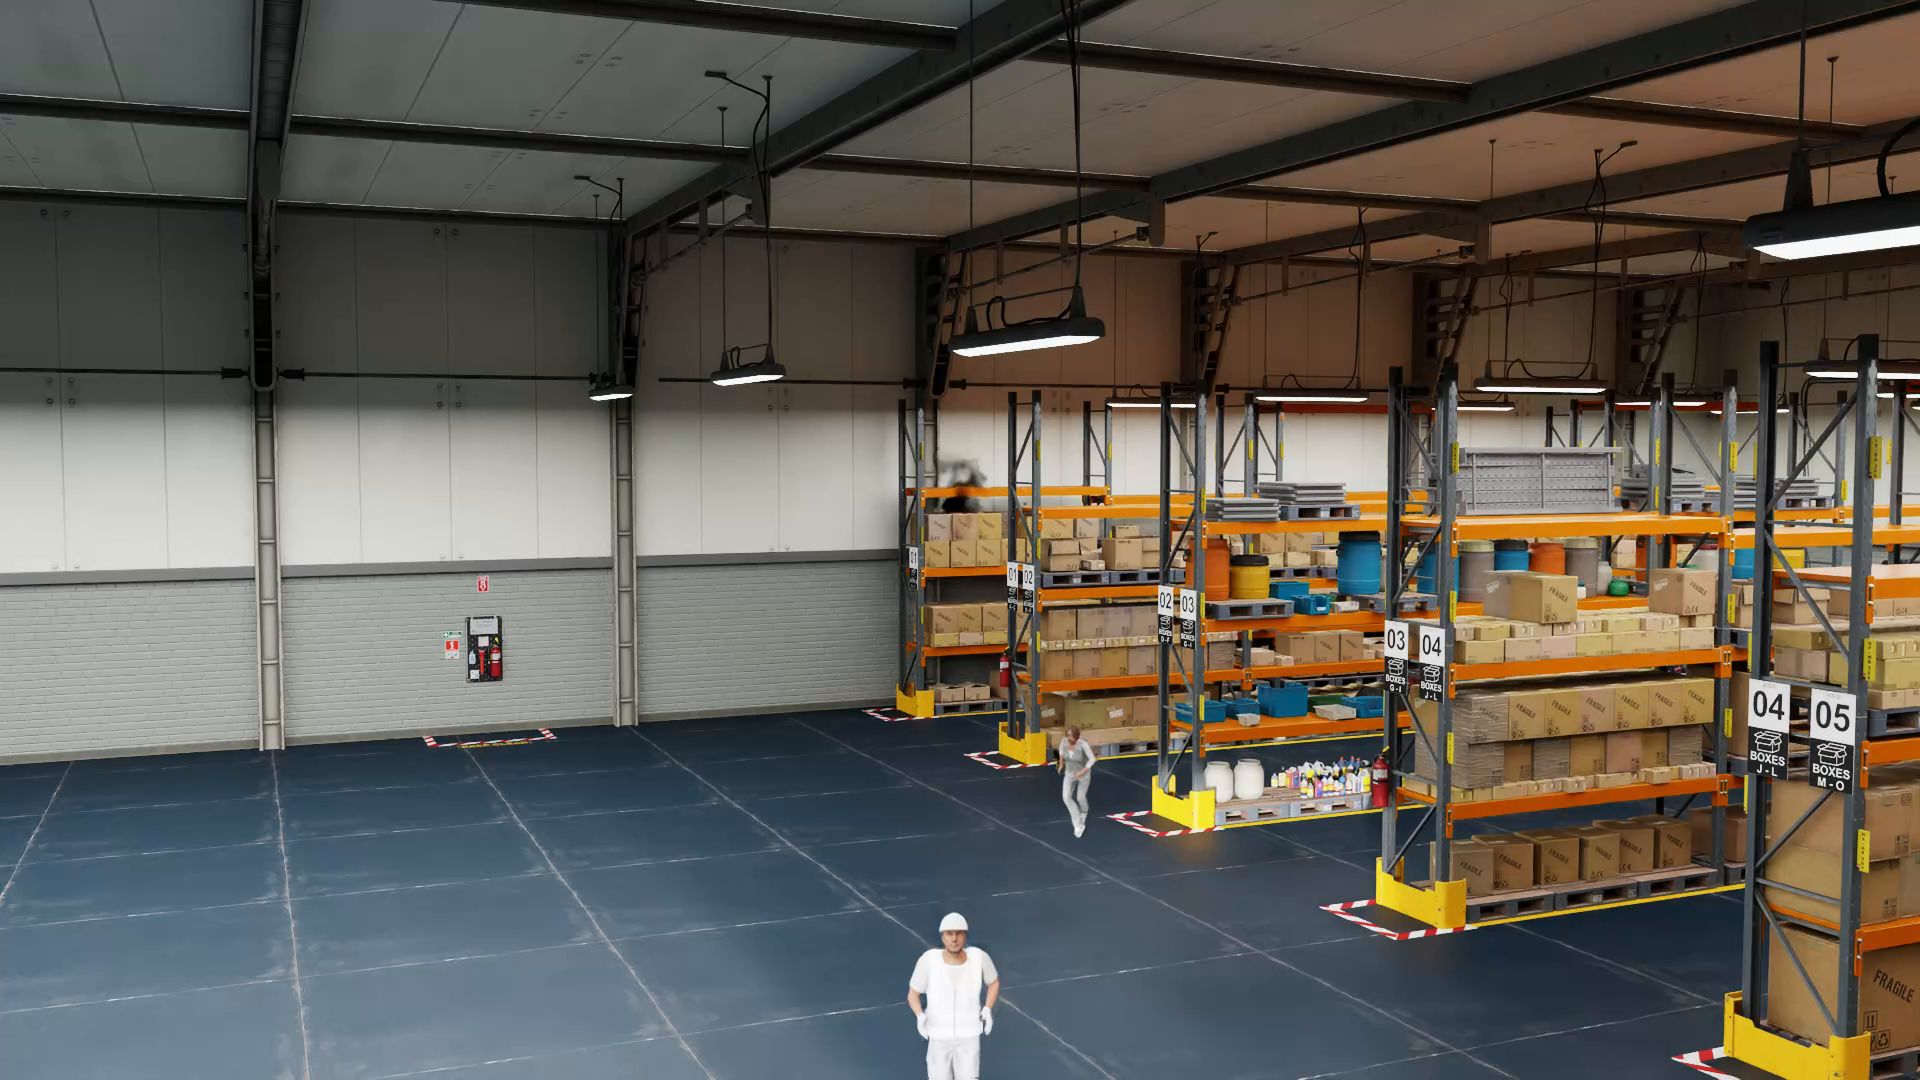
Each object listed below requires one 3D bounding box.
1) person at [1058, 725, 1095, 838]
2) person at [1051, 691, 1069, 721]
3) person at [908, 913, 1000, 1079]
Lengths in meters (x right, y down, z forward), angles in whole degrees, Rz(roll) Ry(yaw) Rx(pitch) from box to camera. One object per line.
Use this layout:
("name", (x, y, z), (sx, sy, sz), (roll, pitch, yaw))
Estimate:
("person", (1.592, 3.144, 22.111), (0.544, 1.490, 0.905), (1, 4, 23))
("person", (1.729, 2.586, 29.086), (0.724, 1.797, 0.688), (-2, 4, -32))
("person", (-0.037, 3.579, 12.098), (0.678, 1.752, 0.808), (0, 3, -4))
